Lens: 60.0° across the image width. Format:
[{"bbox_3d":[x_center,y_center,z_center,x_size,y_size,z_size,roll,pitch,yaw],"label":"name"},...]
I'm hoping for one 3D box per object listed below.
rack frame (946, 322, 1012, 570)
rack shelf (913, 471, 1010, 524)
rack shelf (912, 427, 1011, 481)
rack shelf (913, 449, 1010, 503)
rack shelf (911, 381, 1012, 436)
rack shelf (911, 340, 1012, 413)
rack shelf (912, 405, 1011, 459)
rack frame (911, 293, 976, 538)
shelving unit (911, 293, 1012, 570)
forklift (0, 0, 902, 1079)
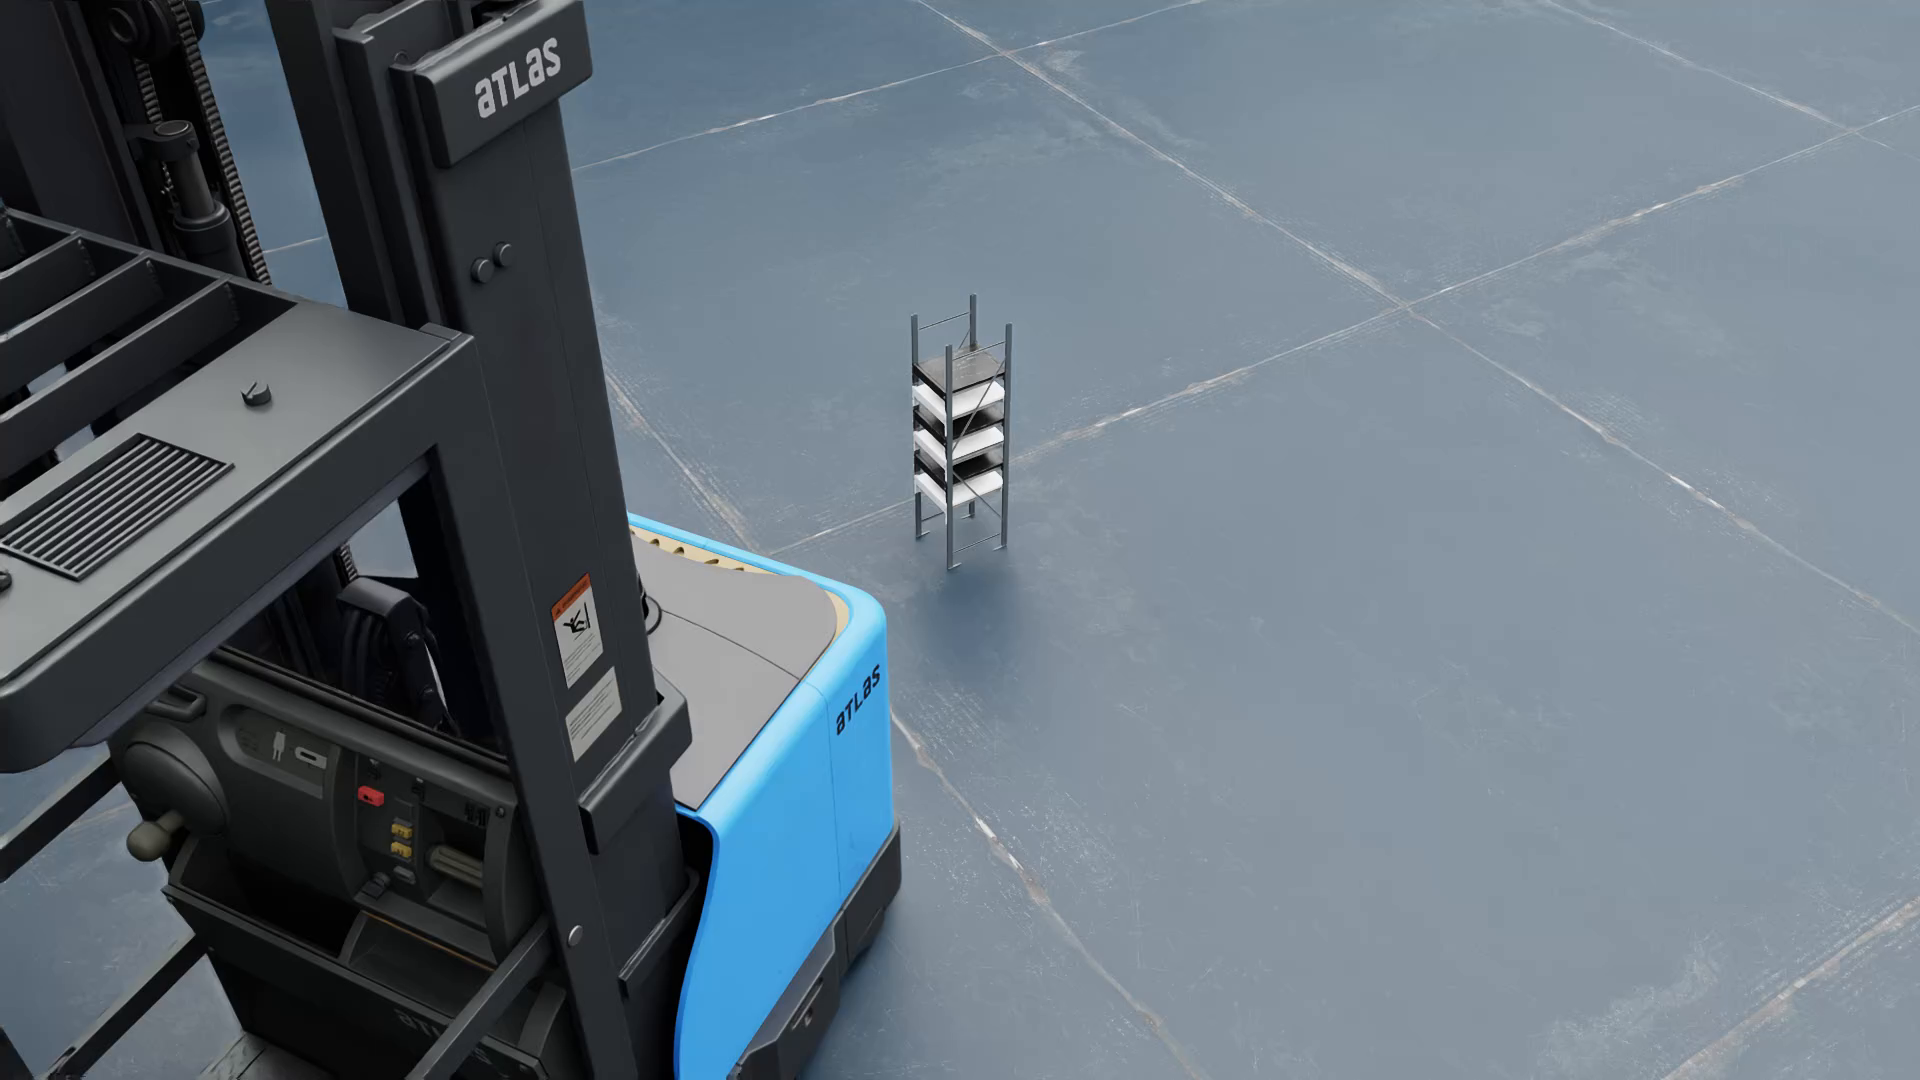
[{"bbox_3d":[0.059,-0.286,5.391,0.240,0.900,0.006,-22,45,-24],"label":"rack frame"},{"bbox_3d":[0.004,-0.177,5.593,0.258,0.077,0.200,-22,45,-24],"label":"rack shelf"},{"bbox_3d":[0.004,-0.316,5.478,0.258,0.077,0.200,-22,45,-24],"label":"rack shelf"},{"bbox_3d":[0.004,-0.247,5.536,0.258,0.077,0.200,-22,45,-24],"label":"rack shelf"},{"bbox_3d":[0.004,-0.454,5.363,0.258,0.077,0.200,-22,45,-24],"label":"rack shelf"},{"bbox_3d":[0.004,-0.523,5.305,0.258,0.077,0.200,-22,45,-24],"label":"rack shelf"},{"bbox_3d":[0.004,-0.385,5.420,0.258,0.077,0.200,-22,45,-24],"label":"rack shelf"},{"bbox_3d":[-0.050,-0.396,5.523,0.240,0.900,0.006,-22,45,-24],"label":"rack frame"},{"bbox_3d":[0.004,-0.341,5.457,0.258,0.900,0.210,-22,45,-24],"label":"shelving unit"},{"bbox_3d":[-1.259,0.545,2.807,1.130,2.935,3.031,17,43,20],"label":"forklift"}]
